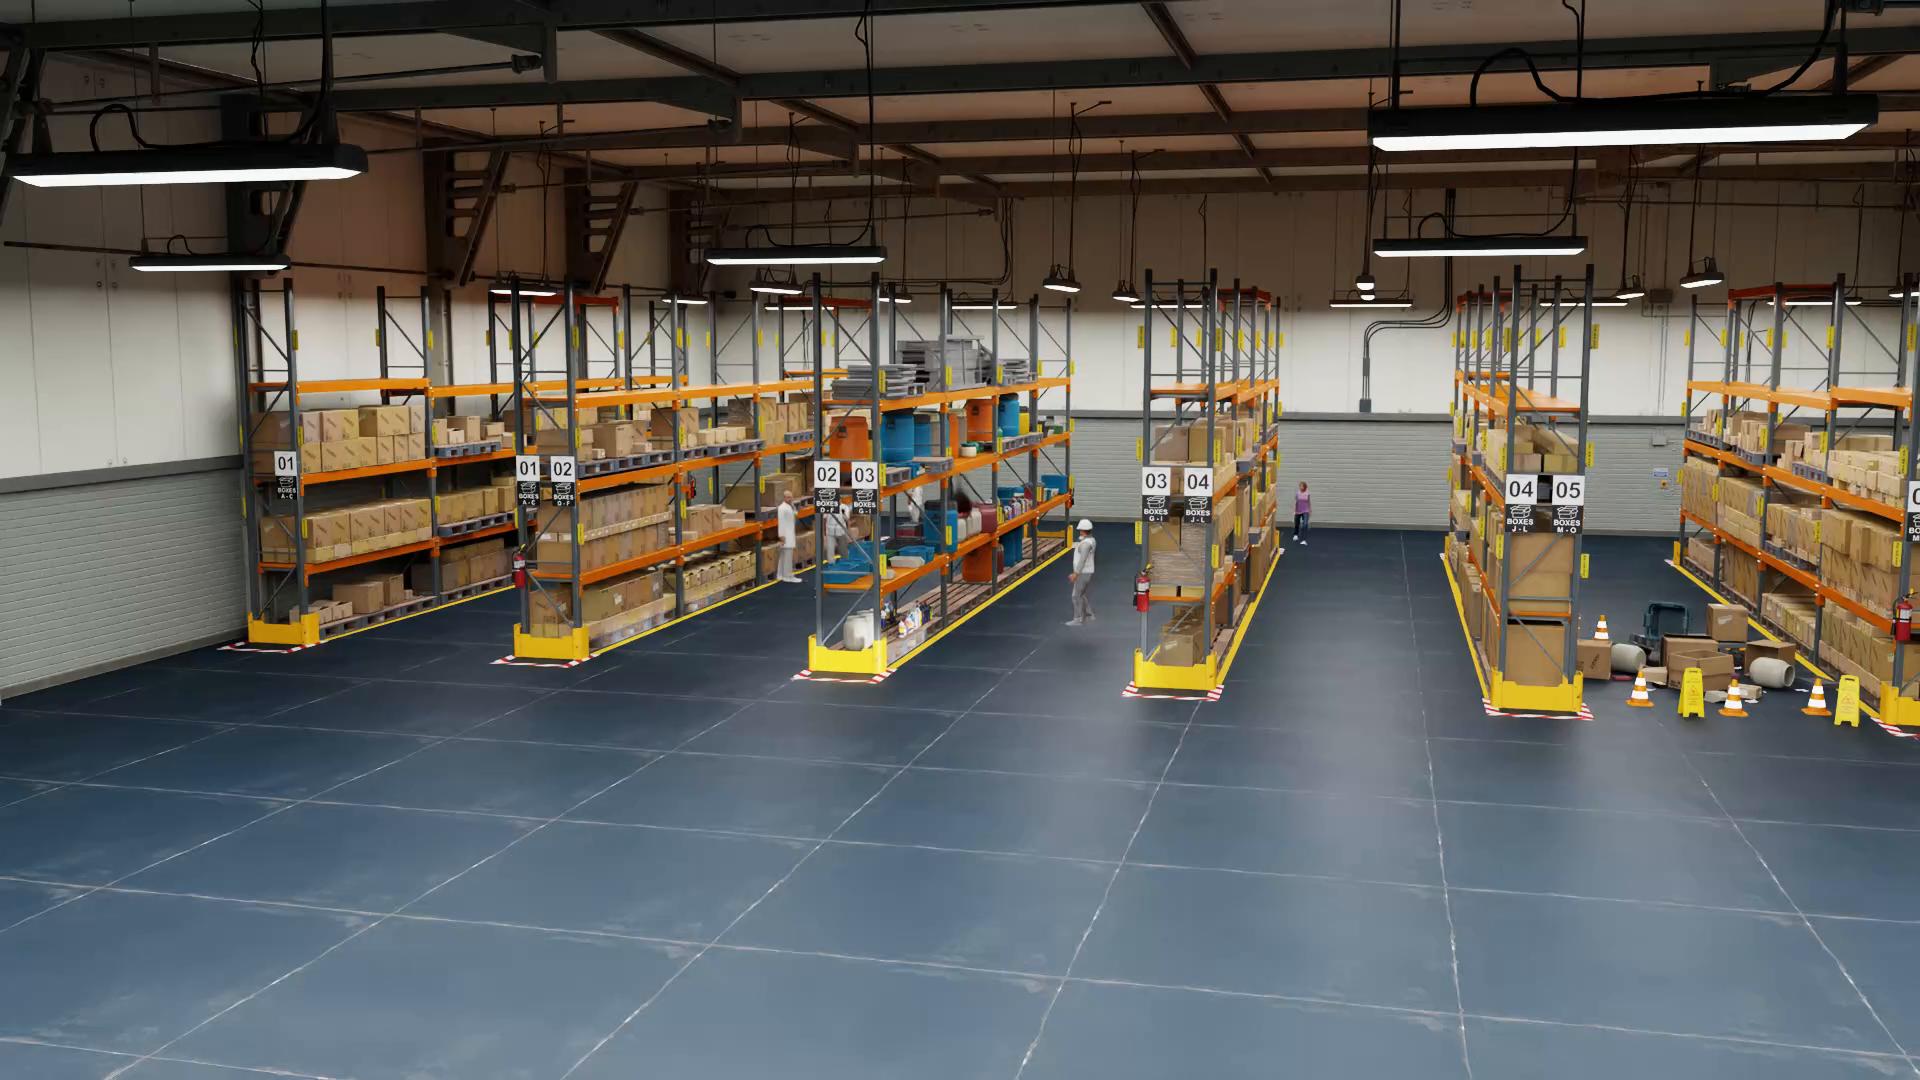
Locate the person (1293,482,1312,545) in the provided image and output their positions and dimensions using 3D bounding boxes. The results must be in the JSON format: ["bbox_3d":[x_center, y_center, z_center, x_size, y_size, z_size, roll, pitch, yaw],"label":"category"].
[{"bbox_3d":[8.414,-0.681,40.906,0.486,1.542,0.847,0,7,3],"label":"person"}]

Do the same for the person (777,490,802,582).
[{"bbox_3d":[-3.350,-0.082,32.608,0.518,1.800,0.587,0,7,-2],"label":"person"}]

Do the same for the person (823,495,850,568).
[{"bbox_3d":[-2.507,-0.115,33.186,0.648,1.734,0.923,1,7,5],"label":"person"}]

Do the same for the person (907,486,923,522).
[{"bbox_3d":[-1.051,-0.842,41.383,0.537,1.802,0.593,3,7,21],"label":"person"}]

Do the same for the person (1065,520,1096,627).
[{"bbox_3d":[1.999,0.576,27.560,0.500,1.838,0.589,0,7,2],"label":"person"}]
